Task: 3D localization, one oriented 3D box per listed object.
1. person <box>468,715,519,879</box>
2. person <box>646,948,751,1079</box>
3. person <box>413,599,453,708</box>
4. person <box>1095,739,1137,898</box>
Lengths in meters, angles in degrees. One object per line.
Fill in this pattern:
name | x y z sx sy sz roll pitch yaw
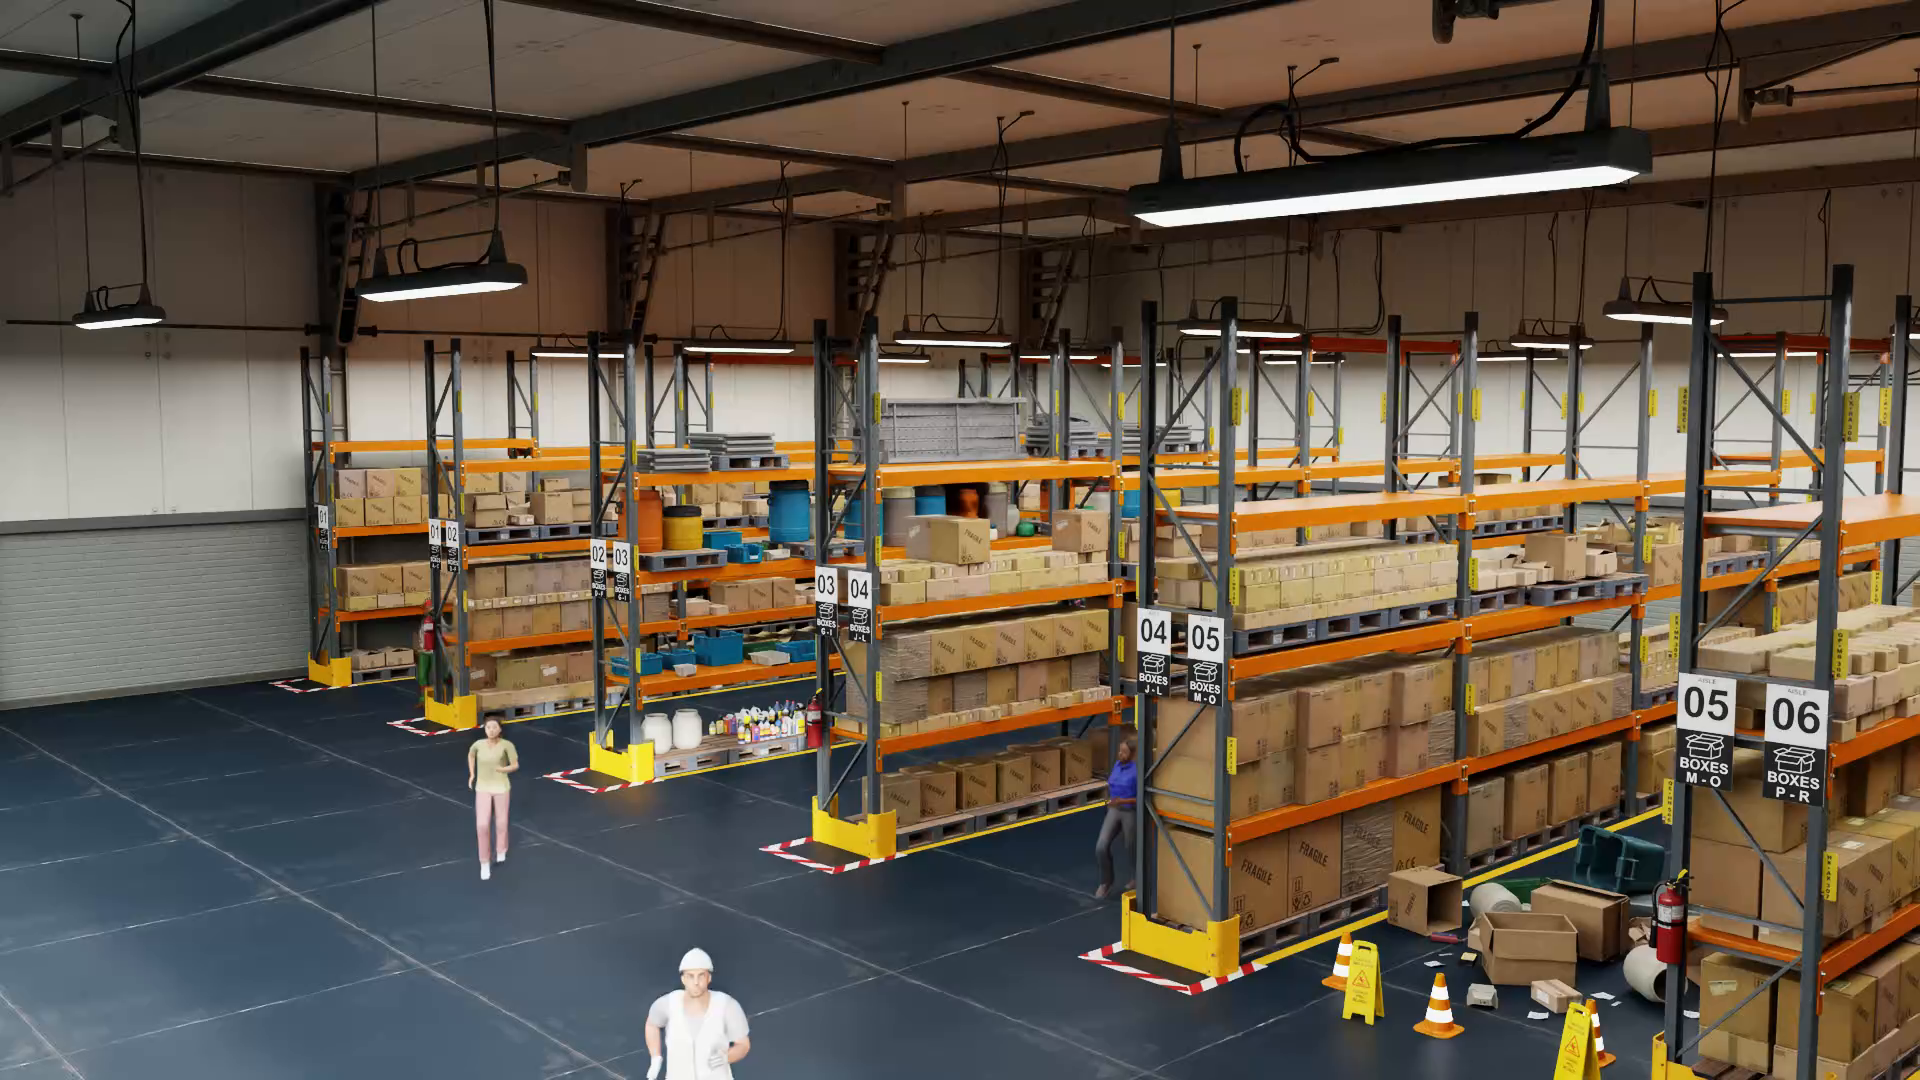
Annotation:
person | -5.041 2.752 17.989 0.549 1.728 0.734 -1 5 -12
person | -1.592 3.376 10.110 0.640 1.824 0.814 -1 5 -7
person | -8.674 1.853 27.442 0.686 1.766 0.954 3 6 32
person | 1.708 2.869 17.056 0.576 1.692 0.722 4 7 41
